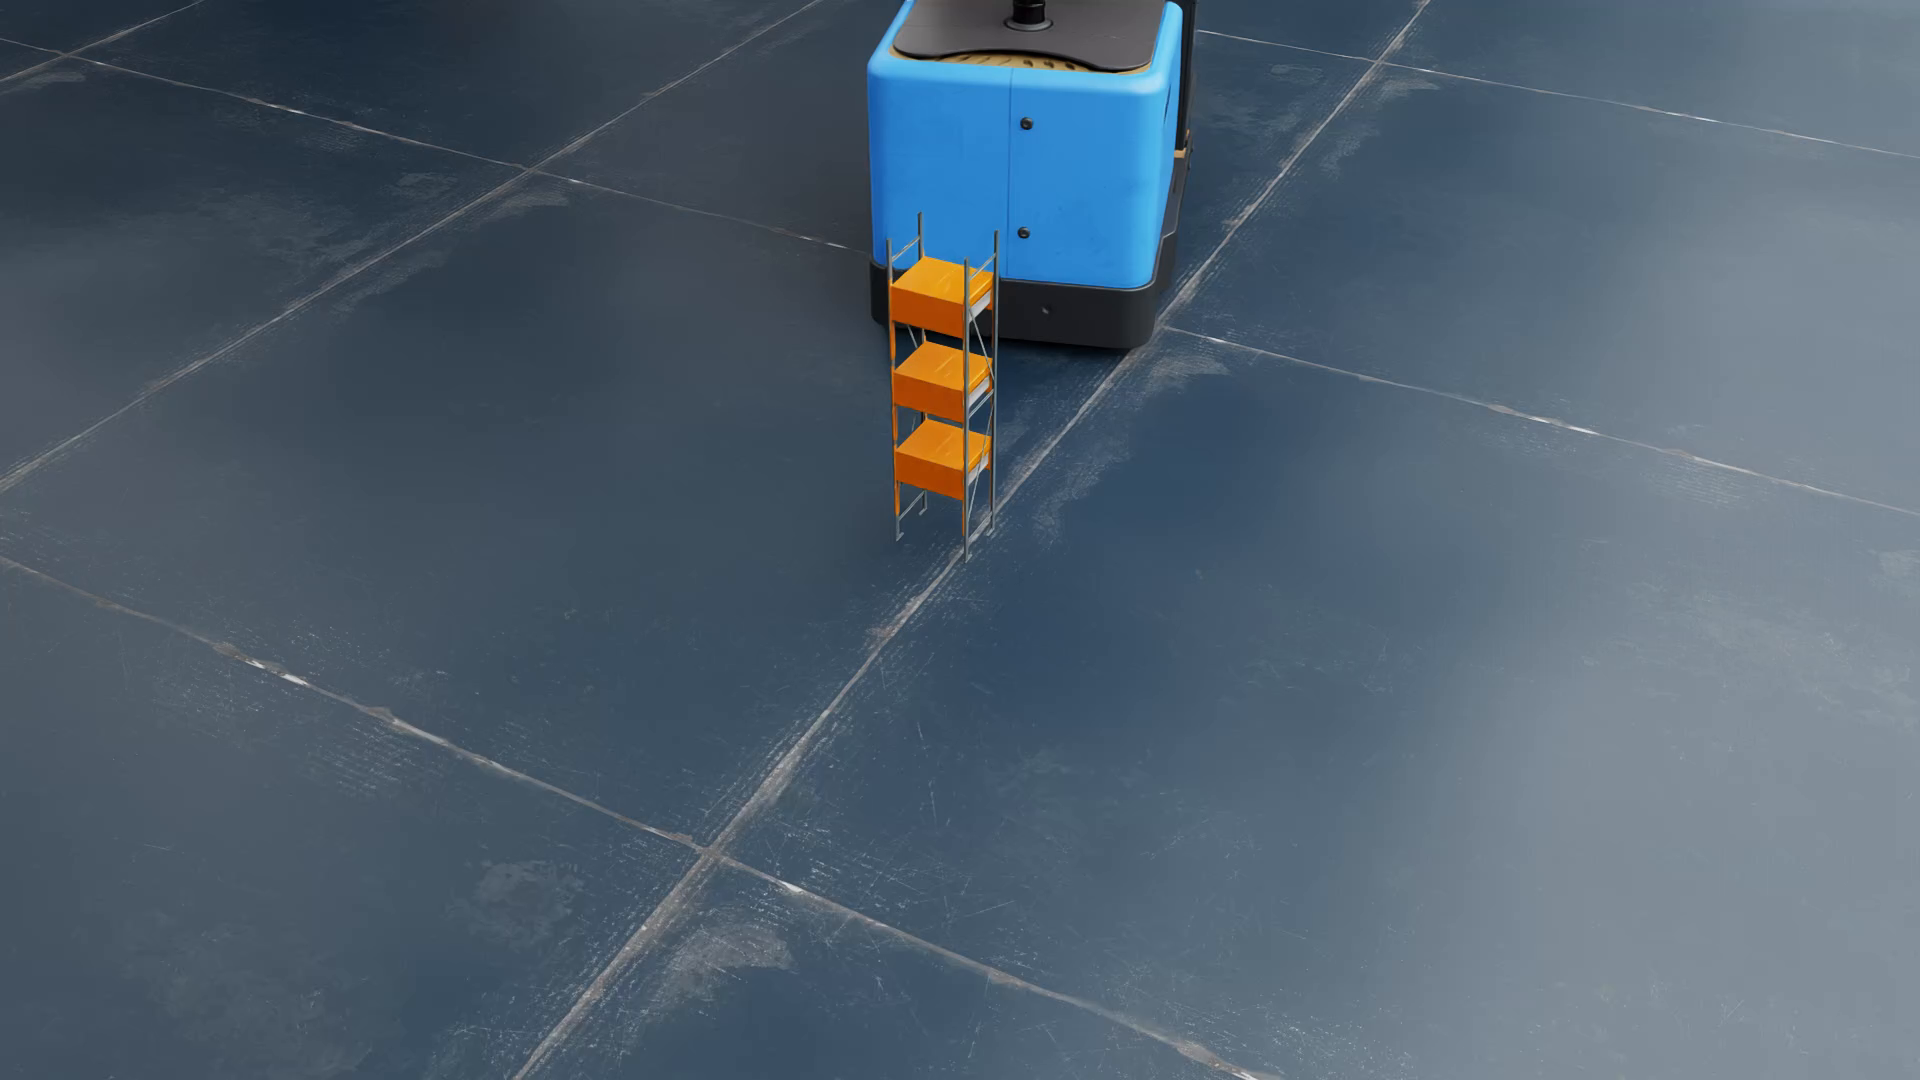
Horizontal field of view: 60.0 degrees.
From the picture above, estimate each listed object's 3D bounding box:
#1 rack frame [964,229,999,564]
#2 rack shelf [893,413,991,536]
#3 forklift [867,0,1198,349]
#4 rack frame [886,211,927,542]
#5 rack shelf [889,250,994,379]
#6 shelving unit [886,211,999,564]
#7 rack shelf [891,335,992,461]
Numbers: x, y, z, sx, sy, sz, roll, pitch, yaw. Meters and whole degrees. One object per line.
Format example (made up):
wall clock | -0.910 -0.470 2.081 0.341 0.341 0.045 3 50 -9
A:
rack frame | 0.061 -0.399 4.907 0.008 1.050 0.200 17 41 21
rack shelf | -0.048 -0.203 5.127 0.240 0.259 0.215 17 41 21
forklift | 0.440 -2.751 6.450 1.130 2.935 3.031 6 38 8
rack frame | -0.156 -0.467 4.997 0.008 1.050 0.200 17 41 21
rack shelf | -0.048 -0.651 4.787 0.240 0.259 0.215 17 41 21
shelving unit | -0.048 -0.433 4.952 0.252 1.050 0.215 17 41 21
rack shelf | -0.048 -0.425 4.959 0.240 0.259 0.215 17 41 21
